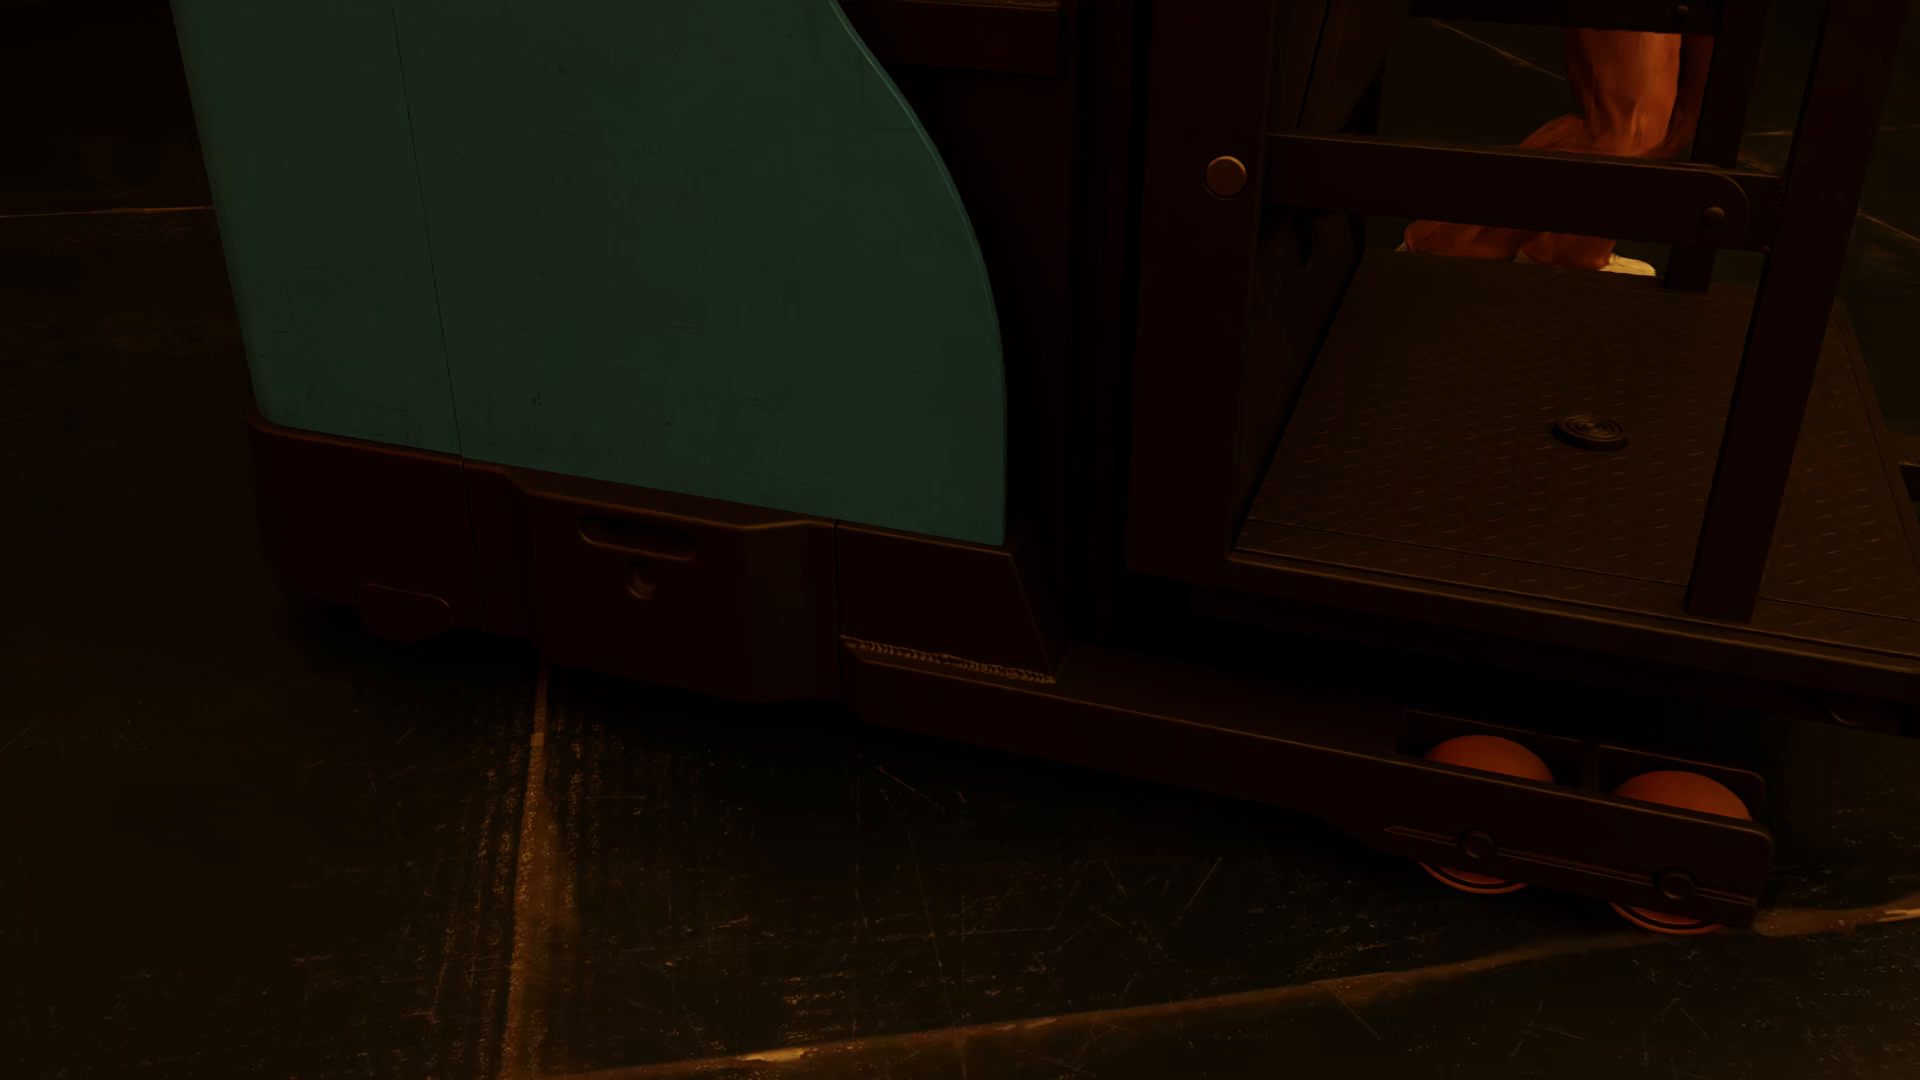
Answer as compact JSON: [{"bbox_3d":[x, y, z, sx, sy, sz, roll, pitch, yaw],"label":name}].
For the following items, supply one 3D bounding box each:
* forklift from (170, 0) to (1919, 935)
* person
[{"bbox_3d":[0.643,-1.167,1.571,3.031,2.935,1.130,9,29,17],"label":"forklift"},{"bbox_3d":[1.137,-1.133,2.945,0.483,1.598,0.800,23,36,37],"label":"person"}]
